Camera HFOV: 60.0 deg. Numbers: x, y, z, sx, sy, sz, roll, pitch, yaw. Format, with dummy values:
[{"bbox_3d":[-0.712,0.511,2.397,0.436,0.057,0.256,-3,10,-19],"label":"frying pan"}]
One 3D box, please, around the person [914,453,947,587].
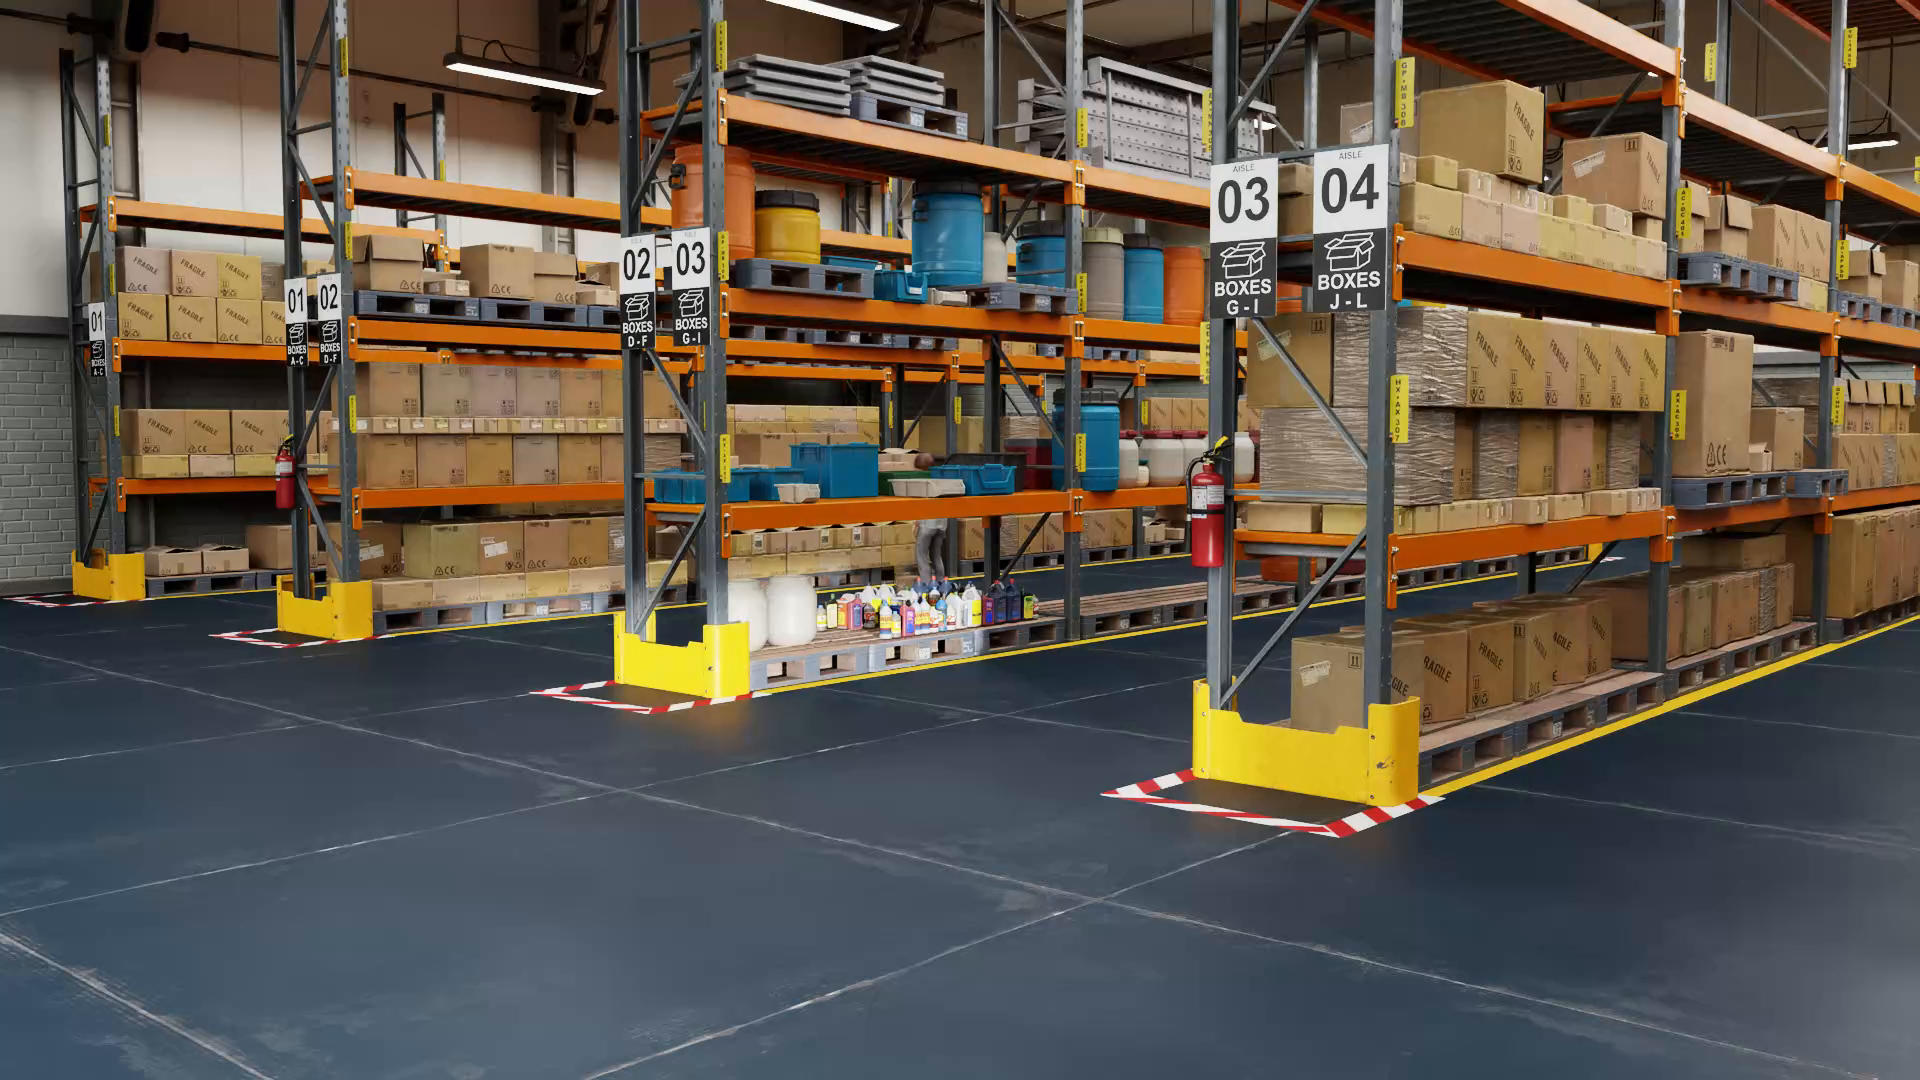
[{"bbox_3d":[-0.336,-0.137,17.824,0.377,1.592,0.477,3,5,38],"label":"person"}]
